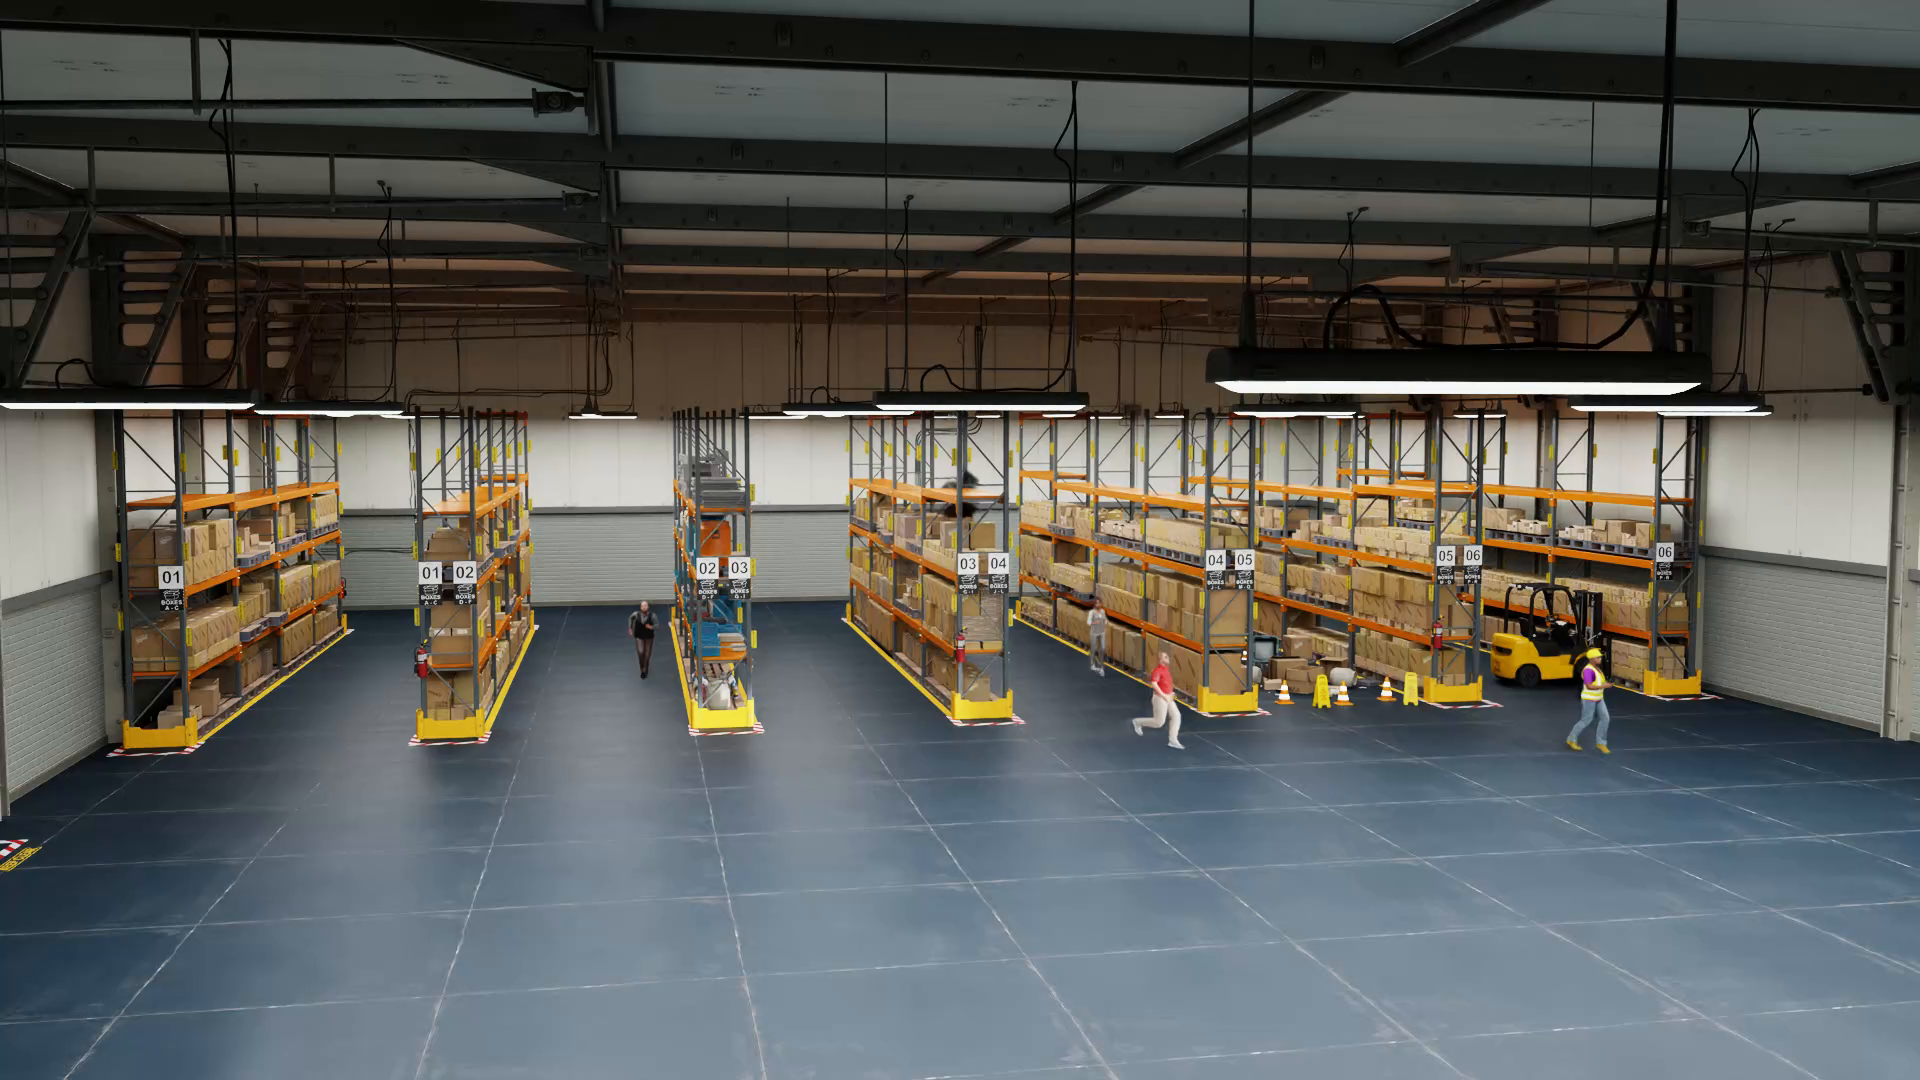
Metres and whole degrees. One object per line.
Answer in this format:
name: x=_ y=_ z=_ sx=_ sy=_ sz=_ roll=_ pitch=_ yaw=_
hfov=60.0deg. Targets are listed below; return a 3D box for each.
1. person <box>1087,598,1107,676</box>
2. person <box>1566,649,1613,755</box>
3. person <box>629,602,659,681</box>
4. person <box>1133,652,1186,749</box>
person: x=2.994 y=2.110 z=36.008 sx=0.514 sy=1.665 sz=0.644 roll=-1 pitch=4 yaw=-14
person: x=10.896 y=2.795 z=28.711 sx=0.787 sy=1.834 sz=0.720 roll=4 pitch=5 yaw=42
person: x=-7.043 y=2.238 z=37.101 sx=0.679 sy=1.756 sz=0.849 roll=-1 pitch=4 yaw=-9
person: x=3.529 y=2.850 z=29.287 sx=0.939 sy=1.651 sz=0.651 roll=2 pitch=5 yaw=28
